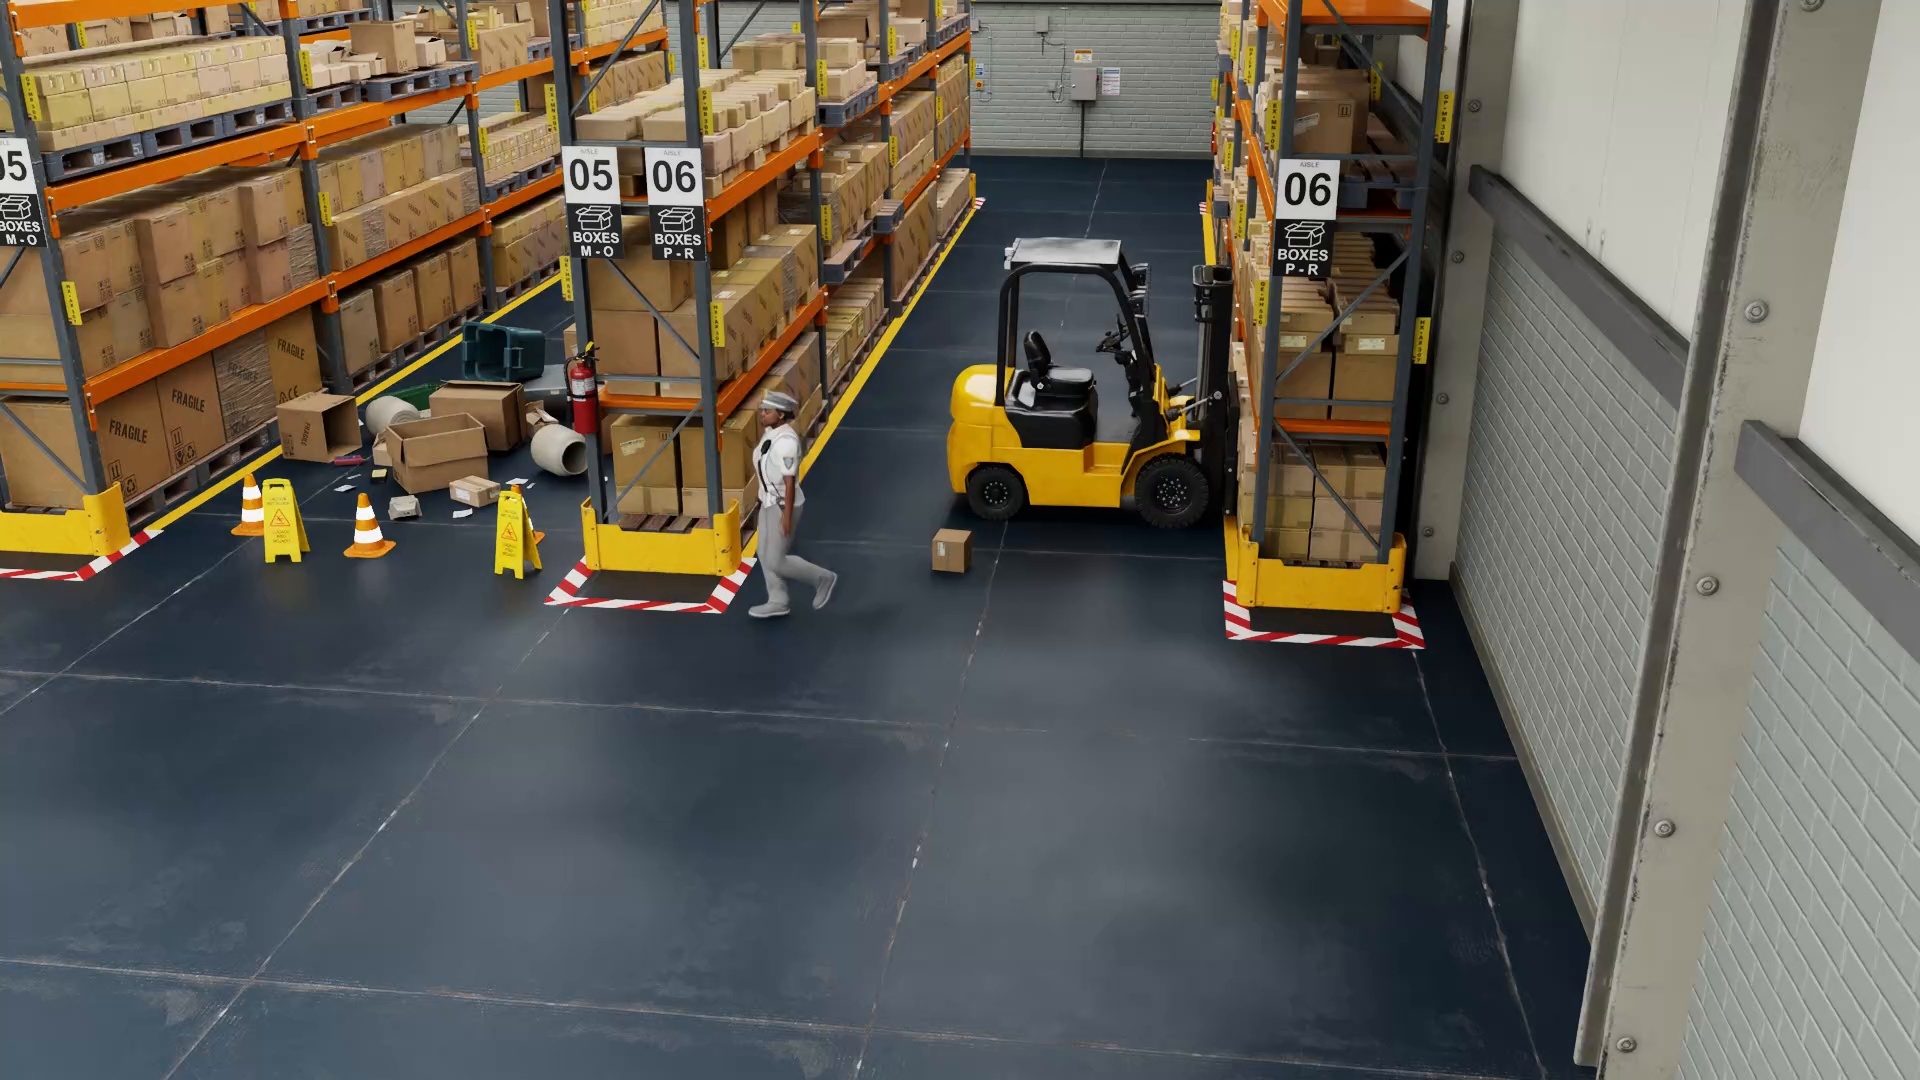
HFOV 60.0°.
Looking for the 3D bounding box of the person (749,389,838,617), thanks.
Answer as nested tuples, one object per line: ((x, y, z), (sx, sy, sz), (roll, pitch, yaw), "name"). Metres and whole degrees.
((-1.209, -0.255, 11.641), (0.605, 1.671, 0.445), (-7, 22, -17), "person")
